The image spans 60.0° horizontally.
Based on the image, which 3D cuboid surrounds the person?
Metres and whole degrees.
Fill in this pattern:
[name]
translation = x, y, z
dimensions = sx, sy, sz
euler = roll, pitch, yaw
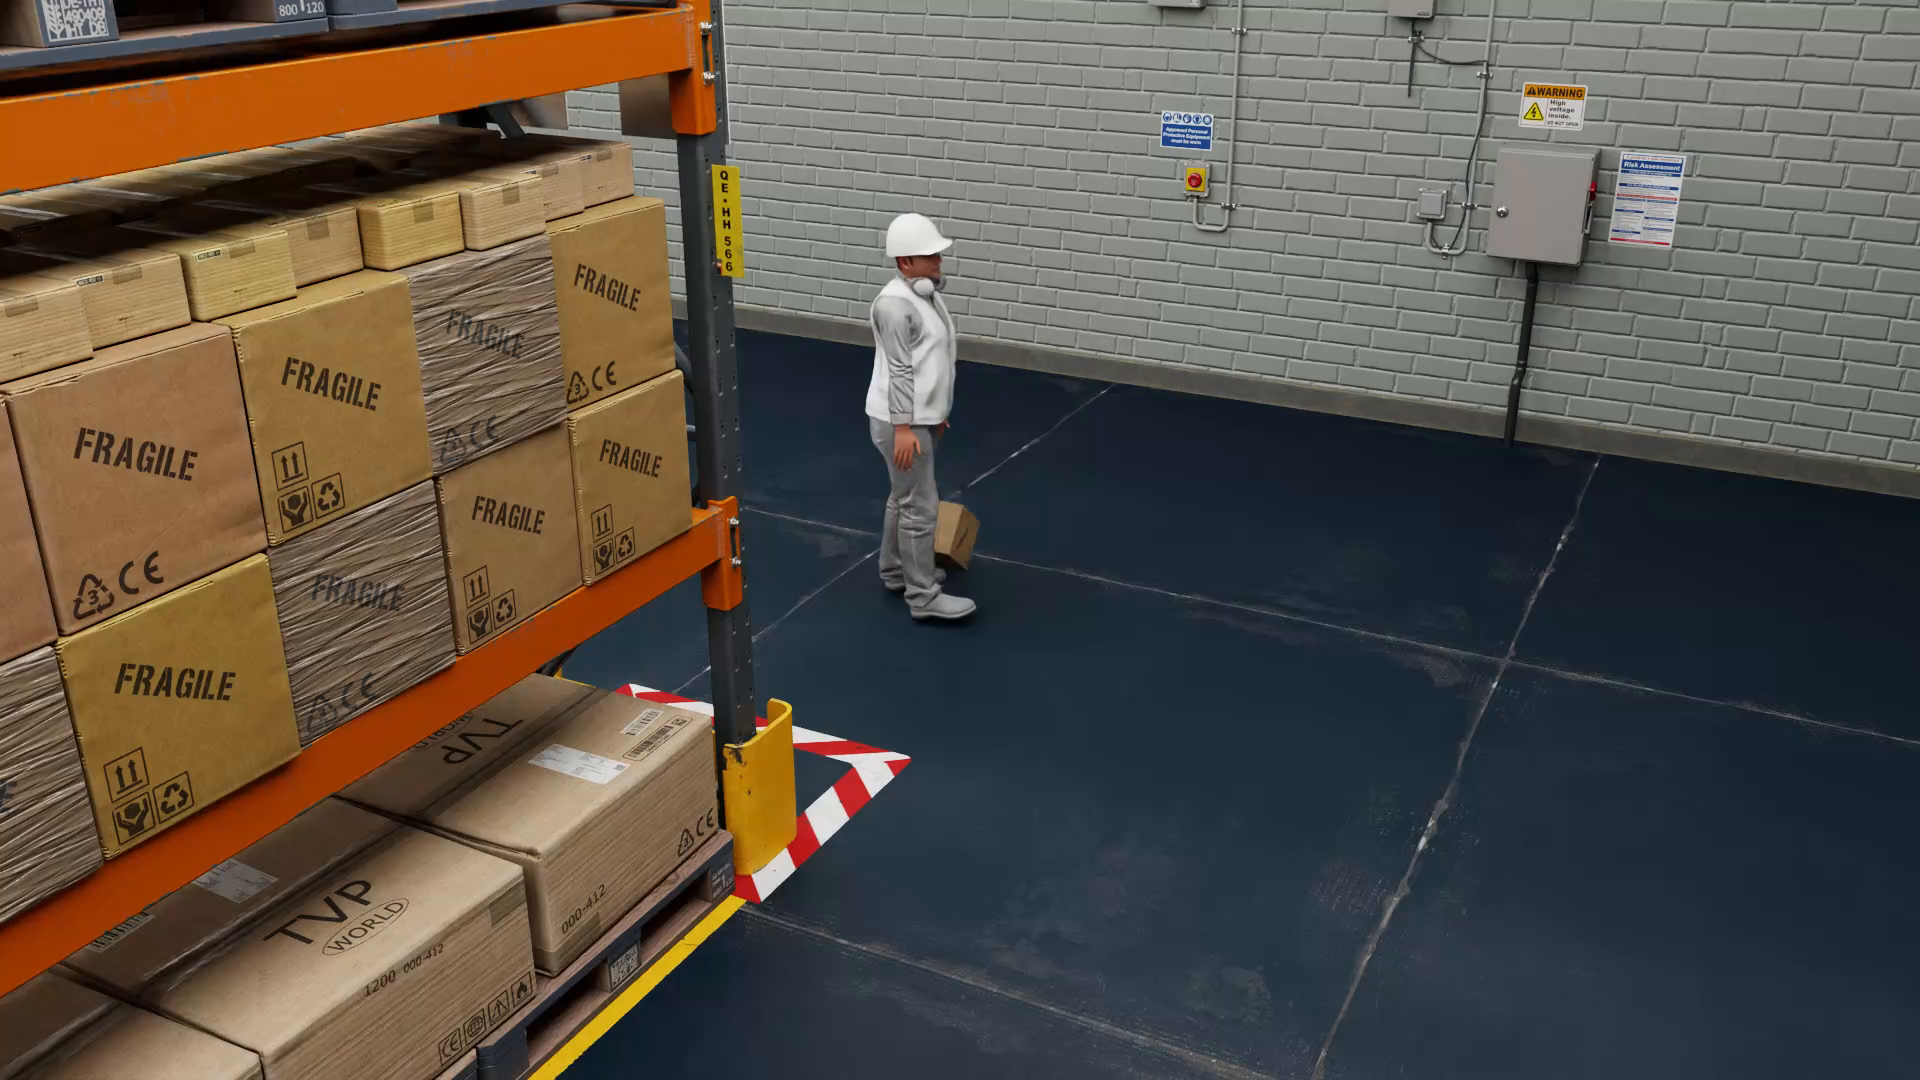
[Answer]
[person]
translation = -0.146, -0.538, 7.282
dimensions = 0.525, 1.778, 0.622
euler = 6, 23, 13
